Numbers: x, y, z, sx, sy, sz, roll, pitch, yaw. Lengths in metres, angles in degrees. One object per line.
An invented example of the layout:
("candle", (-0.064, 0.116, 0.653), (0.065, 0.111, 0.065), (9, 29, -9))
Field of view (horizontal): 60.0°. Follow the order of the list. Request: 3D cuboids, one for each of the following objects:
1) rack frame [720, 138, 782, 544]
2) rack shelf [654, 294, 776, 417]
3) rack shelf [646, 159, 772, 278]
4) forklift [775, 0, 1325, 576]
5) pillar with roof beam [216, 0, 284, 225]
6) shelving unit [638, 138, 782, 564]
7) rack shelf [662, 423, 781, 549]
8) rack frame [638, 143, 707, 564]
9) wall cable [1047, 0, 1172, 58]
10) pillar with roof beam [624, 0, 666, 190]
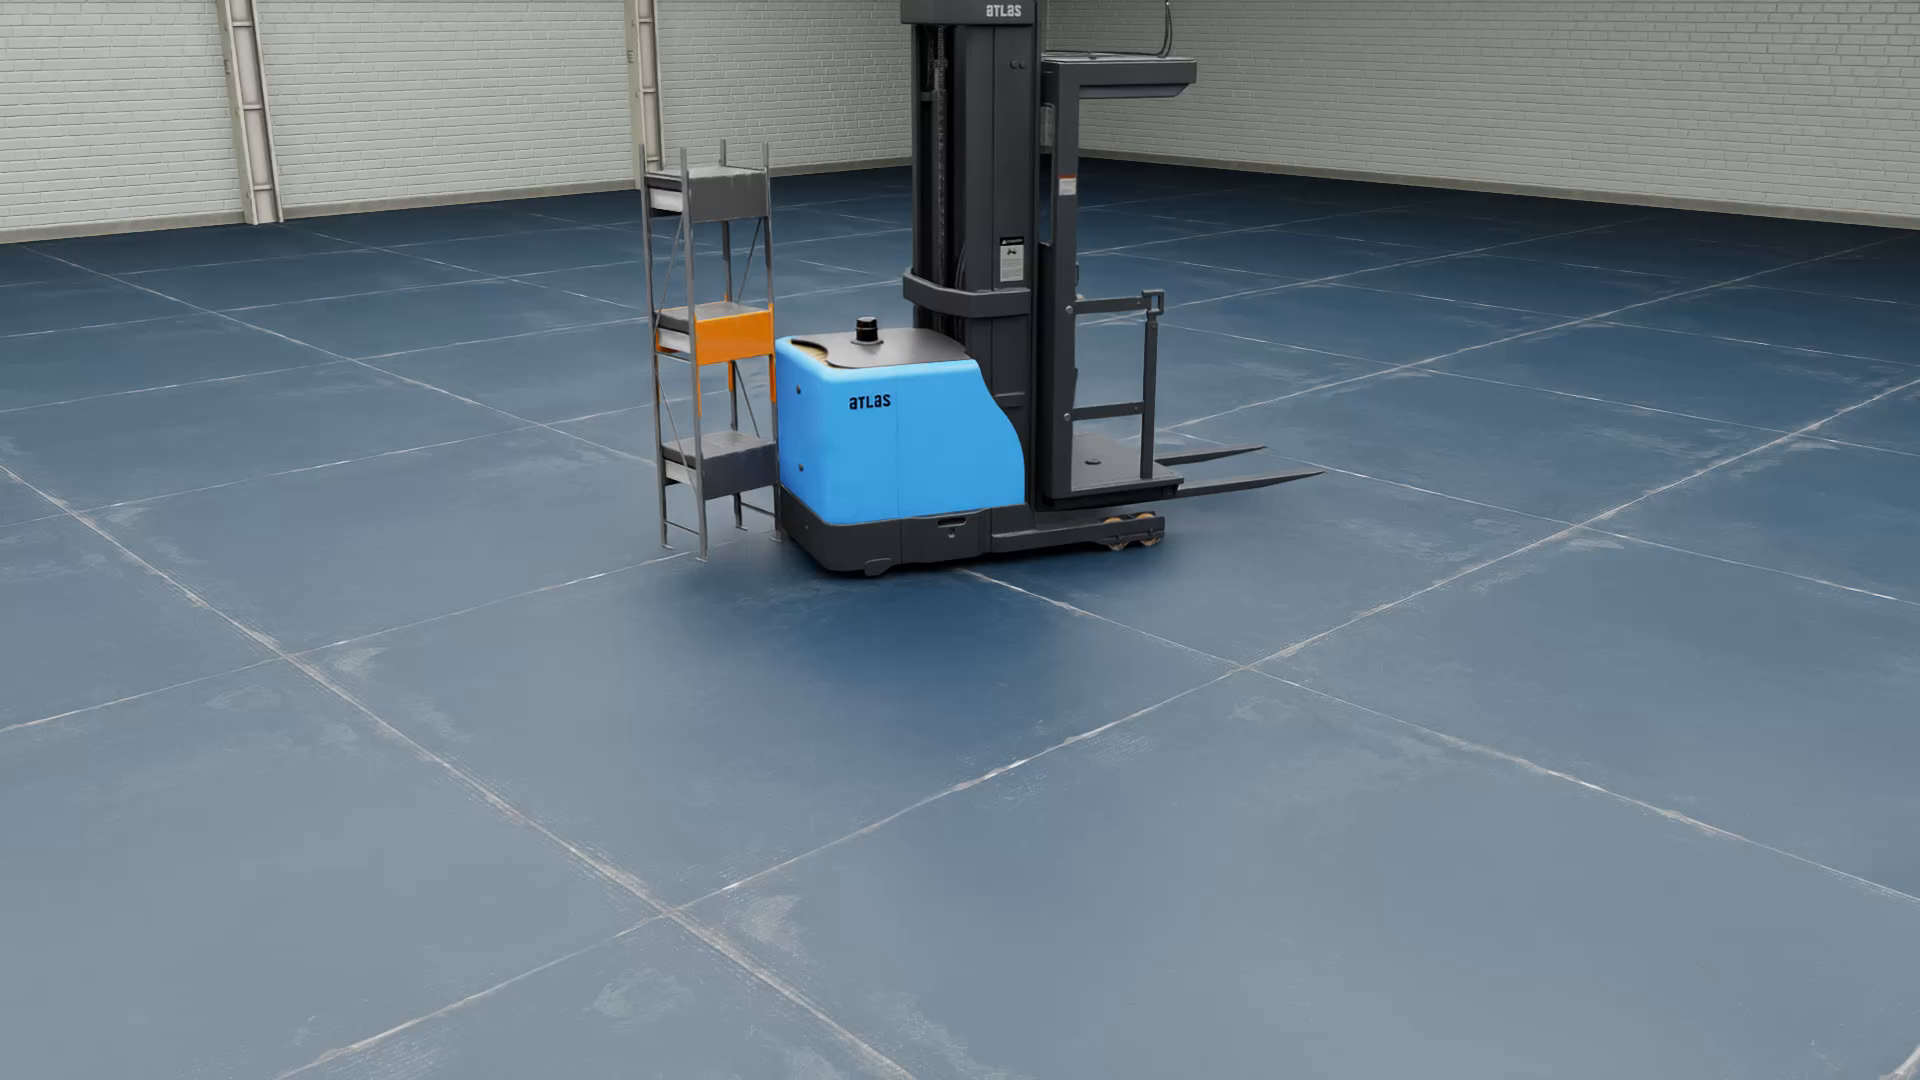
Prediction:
("rack frame", (-1.095, -1.024, 8.738), (0.015, 2.100, 0.400), (-16, 24, -40))
("rack shelf", (-1.274, -0.960, 8.584), (0.480, 0.518, 0.431), (-16, 24, -40))
("rack shelf", (-1.274, -1.625, 8.368), (0.480, 0.518, 0.431), (-16, 24, -40))
("forklift", (0.554, -1.488, 8.821), (3.031, 2.935, 1.130), (-7, 19, -21))
("pillar with roof beam", (-6.200, -7.500, 17.525), (0.400, 9.000, 9.100), (-16, 24, -41))
("shelving unit", (-1.274, -0.973, 8.580), (0.503, 2.100, 0.431), (-16, 24, -40))
("rack shelf", (-1.274, -0.294, 8.800), (0.480, 0.518, 0.431), (-16, 24, -40))
("rack frame", (-1.452, -0.921, 8.422), (0.015, 2.100, 0.400), (-16, 24, -40))
("wall cable", (2.611, -9.858, 29.833), (0.112, 2.526, 3.097), (-16, 24, -41))
("pillar with roof beam", (-1.840, -8.771, 21.446), (0.400, 9.000, 9.100), (-16, 24, -41))
